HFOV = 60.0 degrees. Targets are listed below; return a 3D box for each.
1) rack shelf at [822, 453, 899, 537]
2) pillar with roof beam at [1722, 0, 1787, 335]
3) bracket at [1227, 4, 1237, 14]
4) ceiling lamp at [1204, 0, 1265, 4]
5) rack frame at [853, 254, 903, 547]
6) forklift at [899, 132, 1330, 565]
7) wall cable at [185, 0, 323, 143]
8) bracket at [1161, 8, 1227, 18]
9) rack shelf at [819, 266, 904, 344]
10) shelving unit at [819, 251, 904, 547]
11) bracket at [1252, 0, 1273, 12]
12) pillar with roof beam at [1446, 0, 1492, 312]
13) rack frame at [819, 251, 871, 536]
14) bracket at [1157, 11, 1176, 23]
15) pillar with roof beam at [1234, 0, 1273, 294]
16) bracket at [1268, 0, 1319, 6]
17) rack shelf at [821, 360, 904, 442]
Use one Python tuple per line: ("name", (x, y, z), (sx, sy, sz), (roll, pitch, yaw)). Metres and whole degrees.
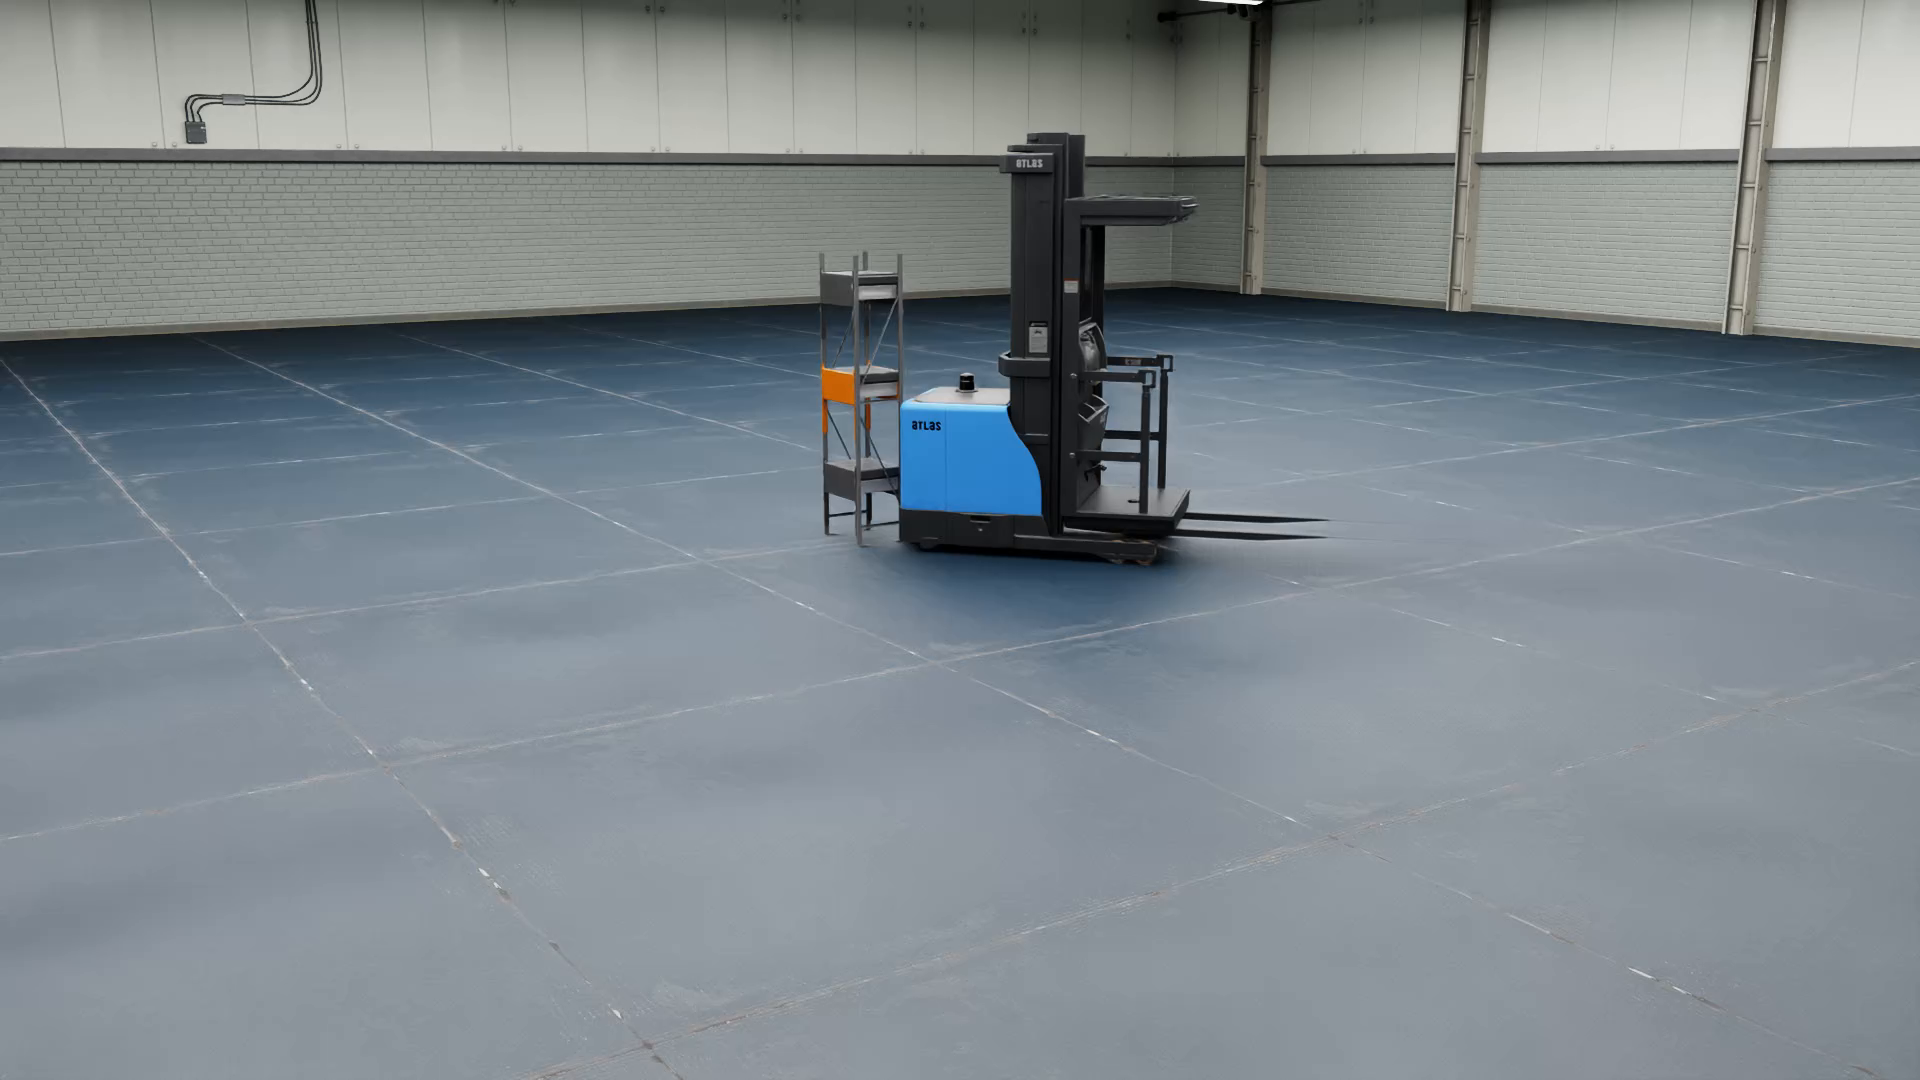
("rack shelf", (-0.717, -0.342, 12.352), (0.431, 0.518, 0.480), (-8, 15, -33))
("pillar with roof beam", (9.767, -7.428, 25.265), (9.100, 9.000, 0.400), (-8, 15, -33))
("bracket", (6.176, -11.862, 37.115), (0.235, 0.232, 0.430), (-8, 15, -33))
("ceiling lamp", (4.713, -11.649, 30.903), (2.000, 3.185, 0.800), (-8, 15, -33))
("rack frame", (-0.582, -0.996, 12.001), (0.400, 2.100, 0.015), (-8, 15, -33))
("forklift", (1.133, -1.382, 11.822), (3.031, 2.935, 1.130), (3, 13, 14))
("wall cable", (-12.141, -9.806, 28.179), (2.305, 6.003, 0.169), (-8, 15, -33))
("bracket", (5.191, -12.178, 38.562), (0.076, 0.066, 3.189), (-8, 15, -33))
("rack shelf", (-0.717, -1.710, 12.053), (0.431, 0.518, 0.480), (-8, 15, -33))
("shelving unit", (-0.717, -1.039, 12.200), (0.431, 2.100, 0.503), (-8, 15, -33))
("bracket", (6.636, -11.714, 36.440), (0.235, 0.232, 0.430), (-8, 15, -33))
("pillar with roof beam", (6.442, -8.495, 30.145), (9.100, 9.000, 0.400), (-8, 15, -33))
("rack frame", (-0.851, -1.083, 12.399), (0.400, 2.100, 0.015), (-8, 15, -33))
("bracket", (4.863, -12.284, 39.043), (0.235, 0.232, 0.430), (-8, 15, -33))
("pillar with roof beam", (3.118, -9.562, 35.024), (9.100, 9.000, 0.548), (-8, 15, -33))
("bracket", (8.064, -11.256, 34.345), (0.076, 0.066, 4.783), (-8, 15, -33))
("rack shelf", (-0.717, -1.026, 12.203), (0.431, 0.518, 0.480), (-8, 15, -33))
